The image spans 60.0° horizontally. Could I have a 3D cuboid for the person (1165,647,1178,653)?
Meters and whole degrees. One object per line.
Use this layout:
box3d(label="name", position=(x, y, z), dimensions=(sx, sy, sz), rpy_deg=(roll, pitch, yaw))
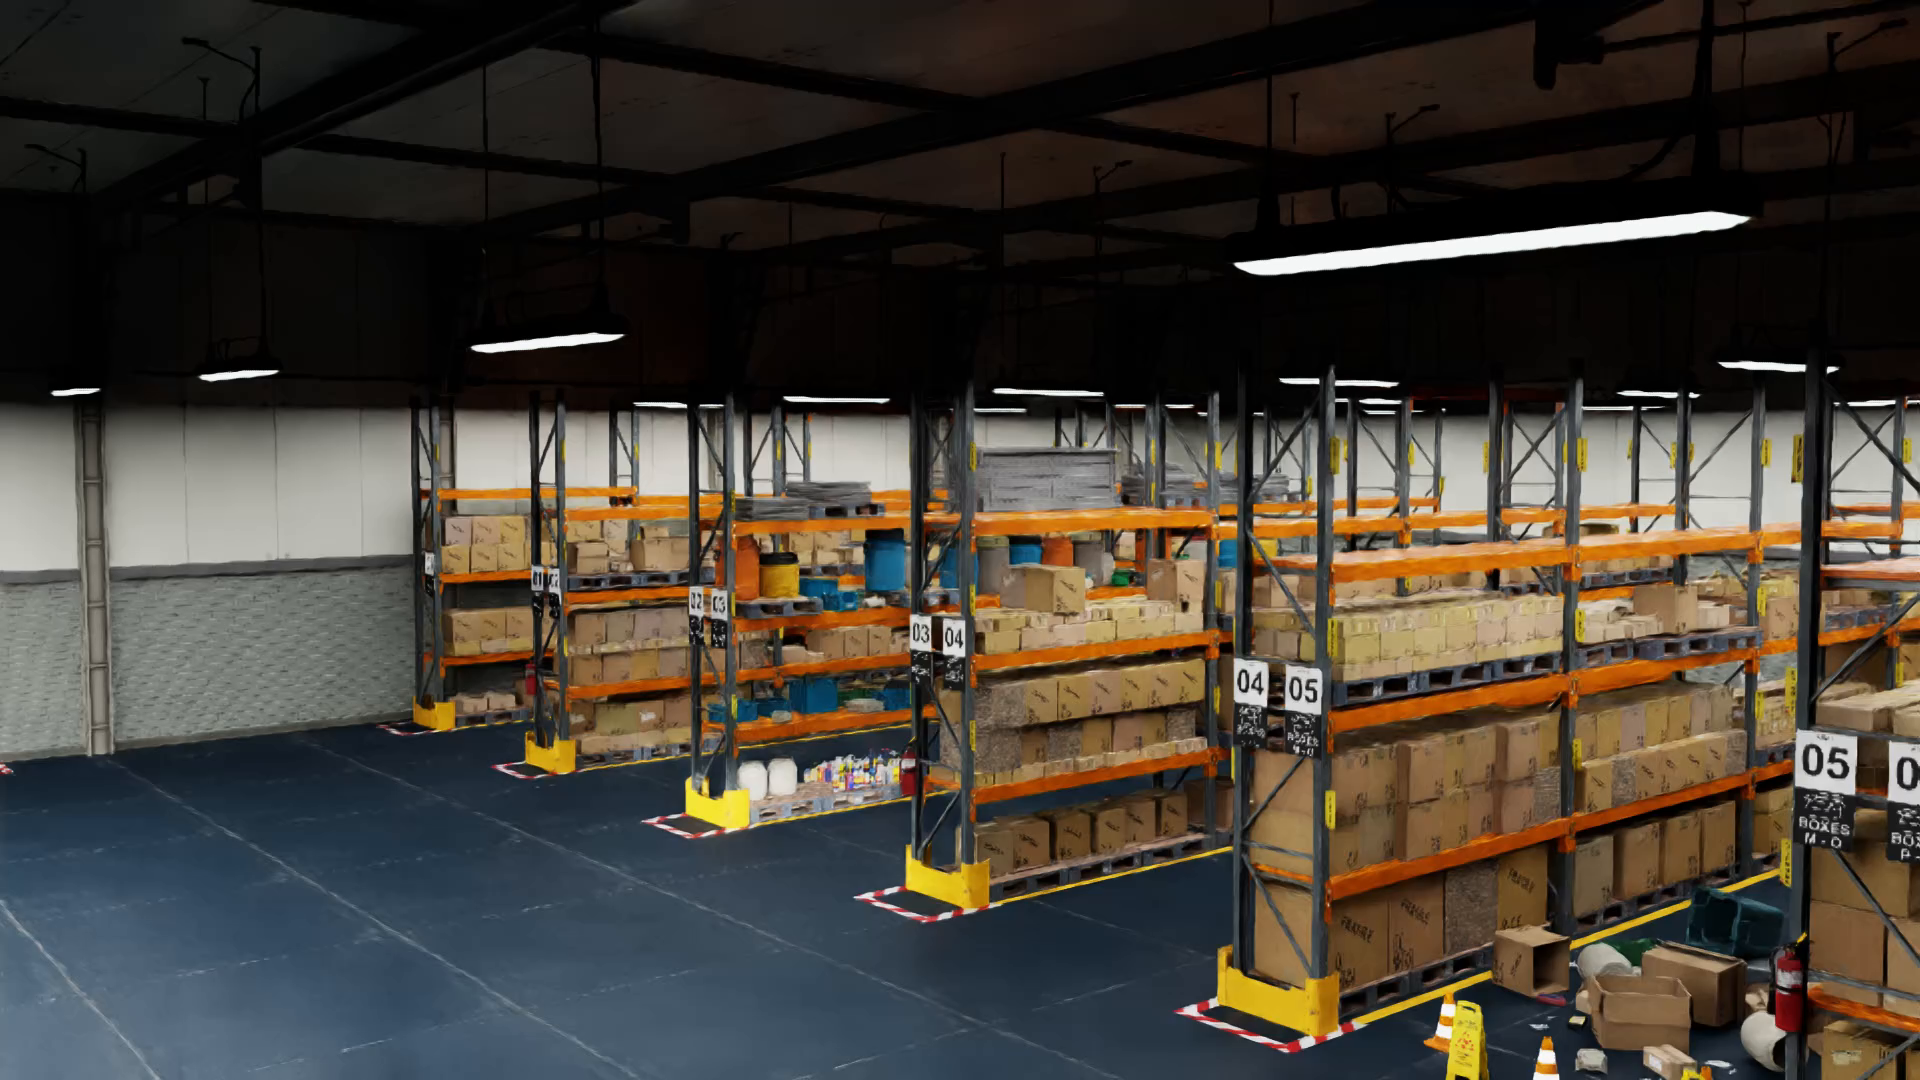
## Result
box3d(label="person", position=(4.121, 2.347, 33.083), dimensions=(1.193, 1.698, 0.585), rpy_deg=(-3, 4, -37))

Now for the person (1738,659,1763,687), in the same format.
box3d(label="person", position=(14.339, 2.574, 30.062), dimensions=(0.576, 1.650, 0.530), rpy_deg=(1, 3, 10))
